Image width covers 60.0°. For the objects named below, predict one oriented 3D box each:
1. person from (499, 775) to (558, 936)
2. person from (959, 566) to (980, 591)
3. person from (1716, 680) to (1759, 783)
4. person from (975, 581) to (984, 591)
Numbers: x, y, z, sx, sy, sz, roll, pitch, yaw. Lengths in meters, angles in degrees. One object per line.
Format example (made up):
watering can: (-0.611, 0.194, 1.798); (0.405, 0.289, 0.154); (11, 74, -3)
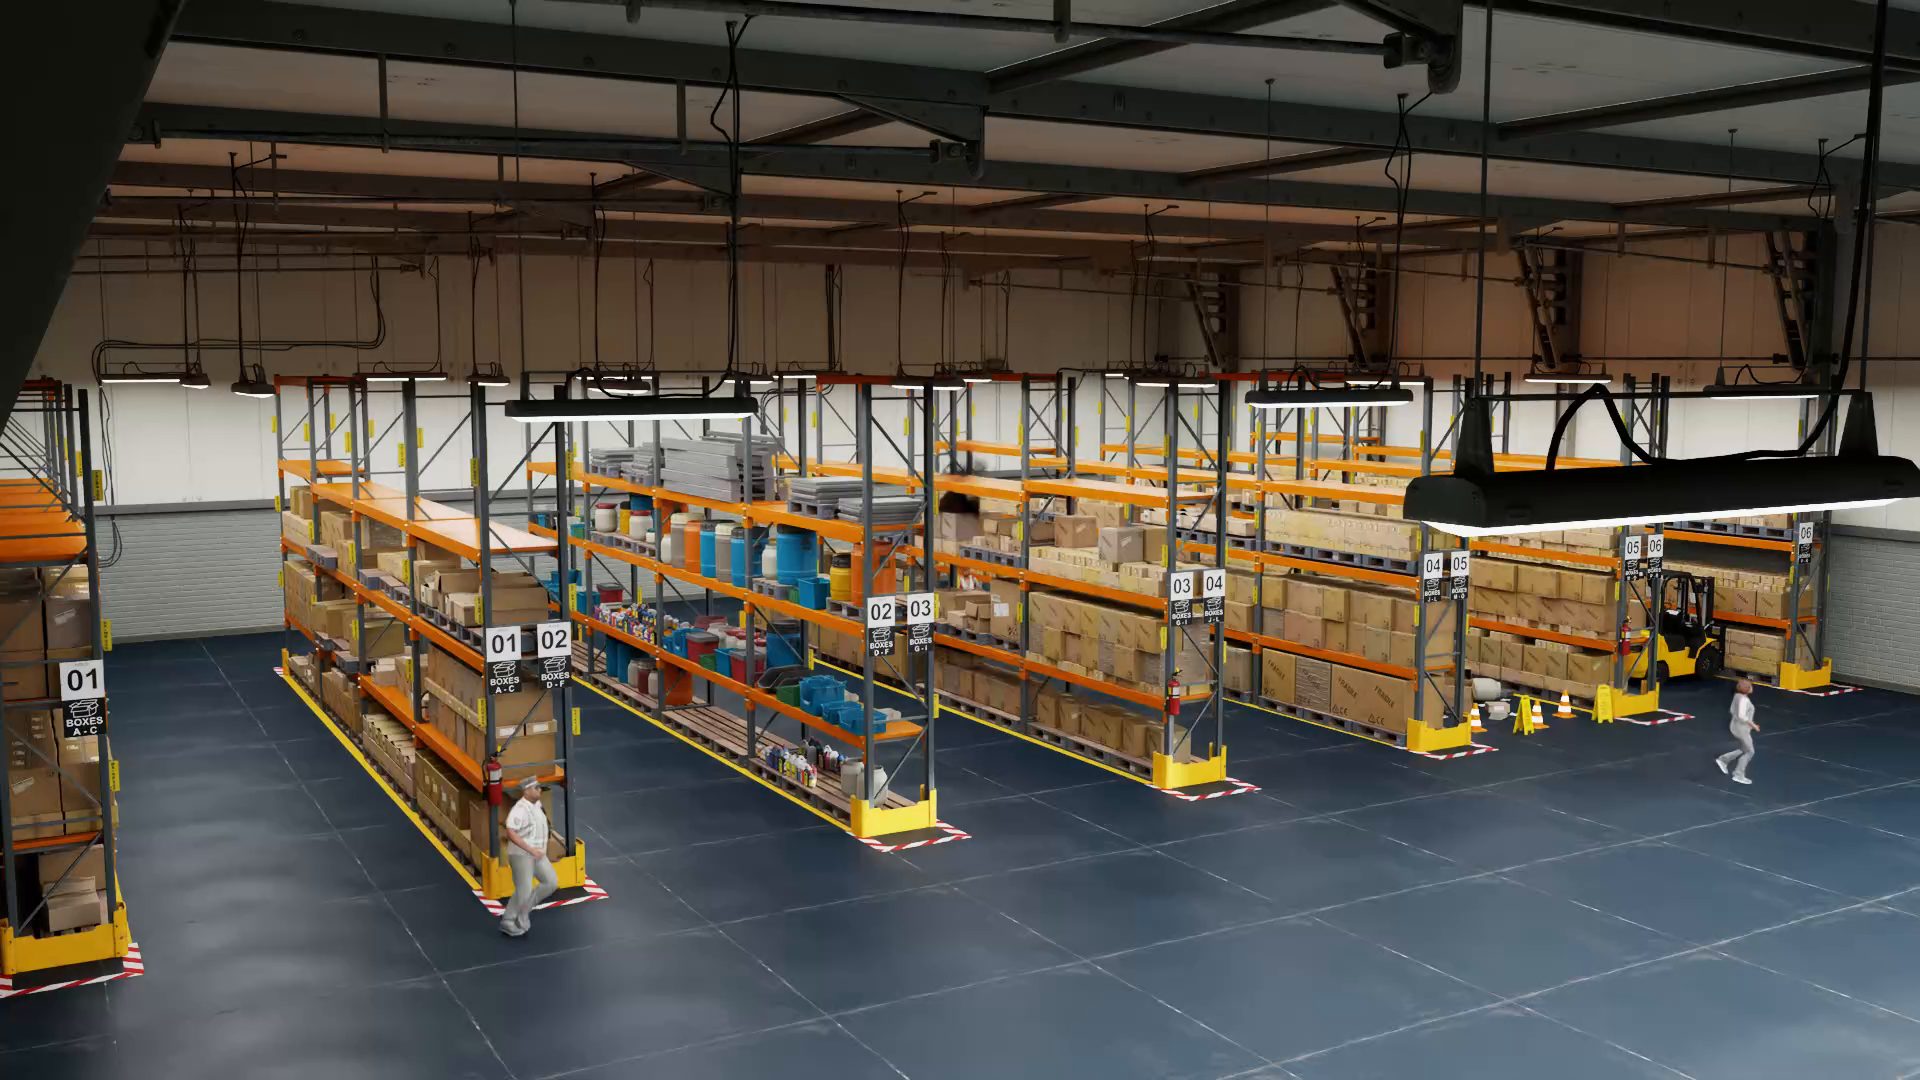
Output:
person: (-4.744, 3.461, 18.429); (0.571, 1.724, 0.722); (2, 6, 16)
person: (0.144, 1.418, 36.961); (0.647, 1.777, 0.803); (-3, 7, -22)
person: (11.610, 2.857, 24.804); (0.524, 1.571, 0.556); (2, 6, 14)
person: (0.426, 0.845, 42.659); (0.593, 1.637, 0.548); (-3, 7, -29)
